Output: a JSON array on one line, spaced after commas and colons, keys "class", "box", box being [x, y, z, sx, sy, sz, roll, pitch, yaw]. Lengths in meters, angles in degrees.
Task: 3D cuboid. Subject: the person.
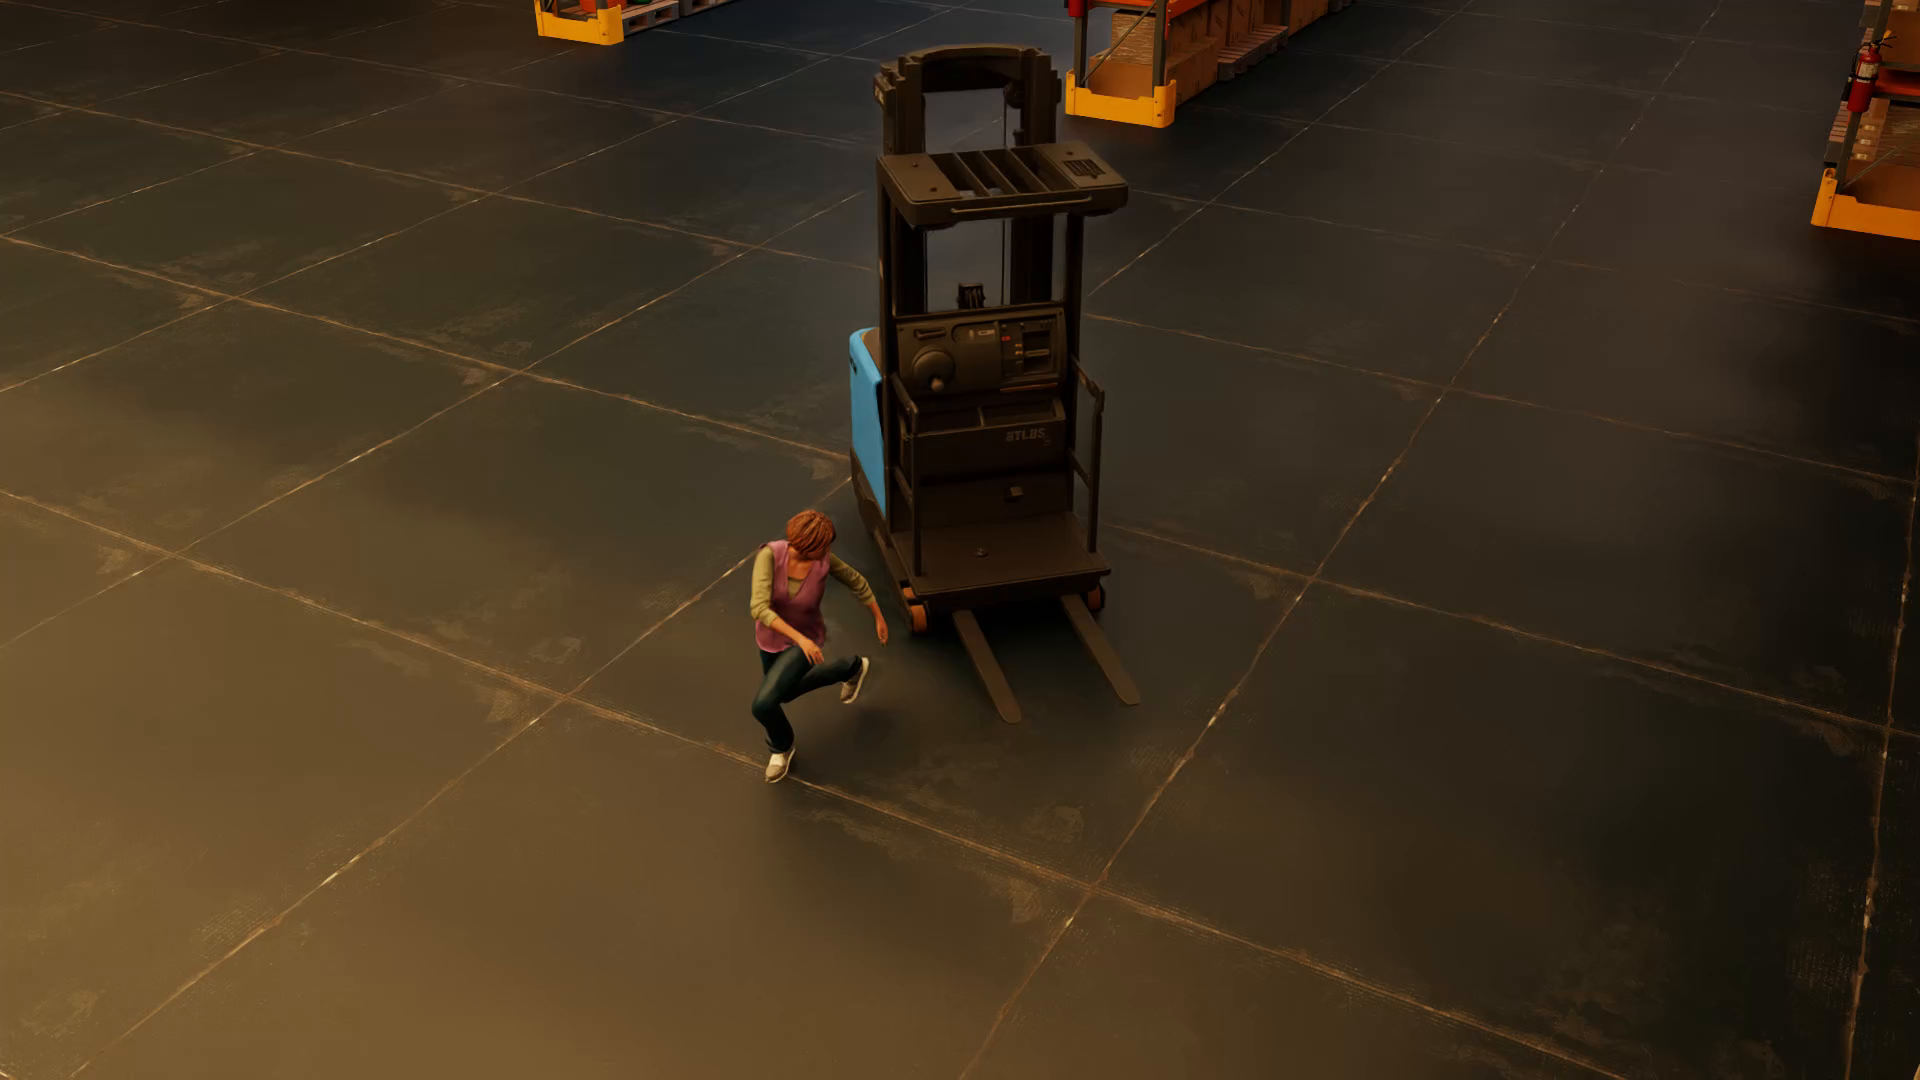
[{"class": "person", "box": [-0.692, 0.429, 7.912, 0.558, 1.387, 0.822, 12, 32, 20]}]

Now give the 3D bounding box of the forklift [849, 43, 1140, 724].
[{"class": "forklift", "box": [0.179, -0.964, 8.741, 1.130, 2.935, 3.031, -7, 31, -13]}]
